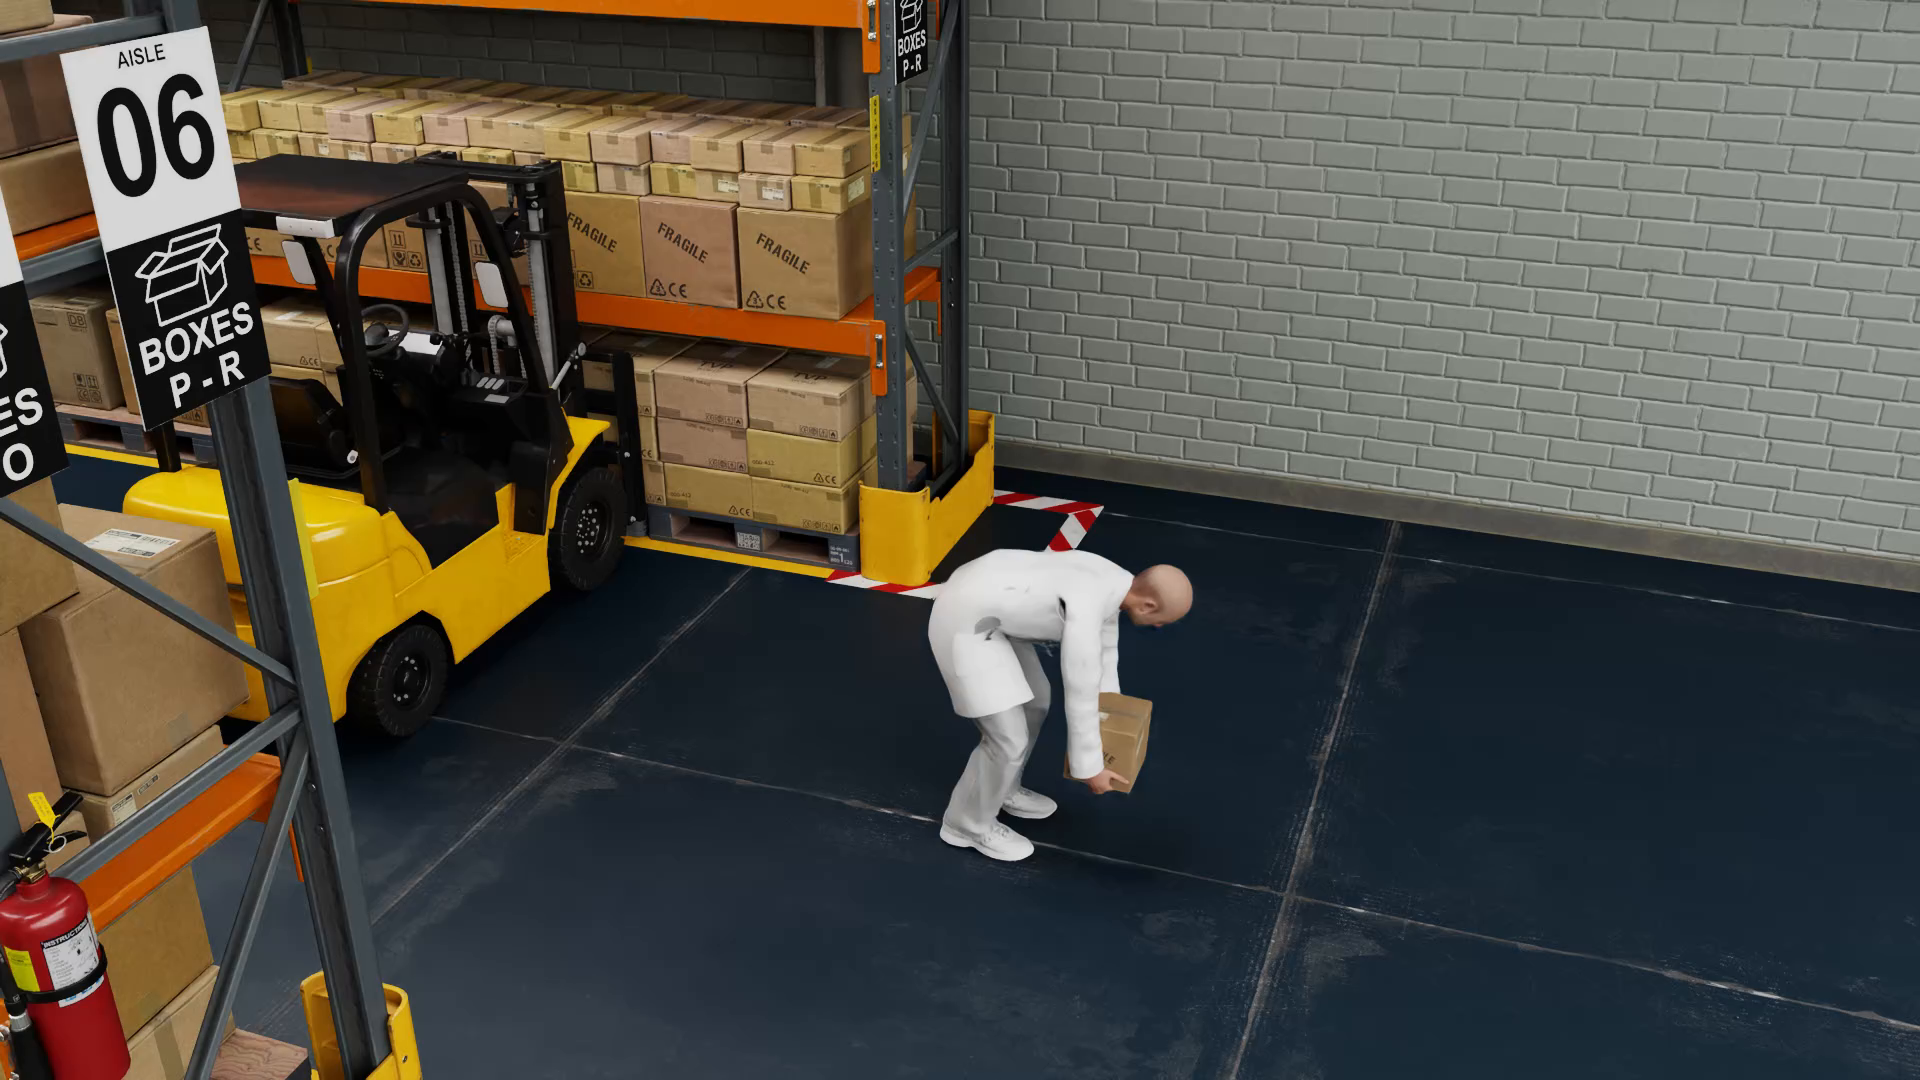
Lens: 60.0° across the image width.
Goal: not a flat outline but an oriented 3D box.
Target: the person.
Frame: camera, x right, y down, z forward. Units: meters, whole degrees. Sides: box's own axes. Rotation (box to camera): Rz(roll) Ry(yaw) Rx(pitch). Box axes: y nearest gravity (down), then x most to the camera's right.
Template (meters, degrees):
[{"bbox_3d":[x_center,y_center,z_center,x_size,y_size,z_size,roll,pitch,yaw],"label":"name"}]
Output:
[{"bbox_3d":[0.352,0.595,6.053,0.939,1.198,0.562,8,26,16],"label":"person"}]
